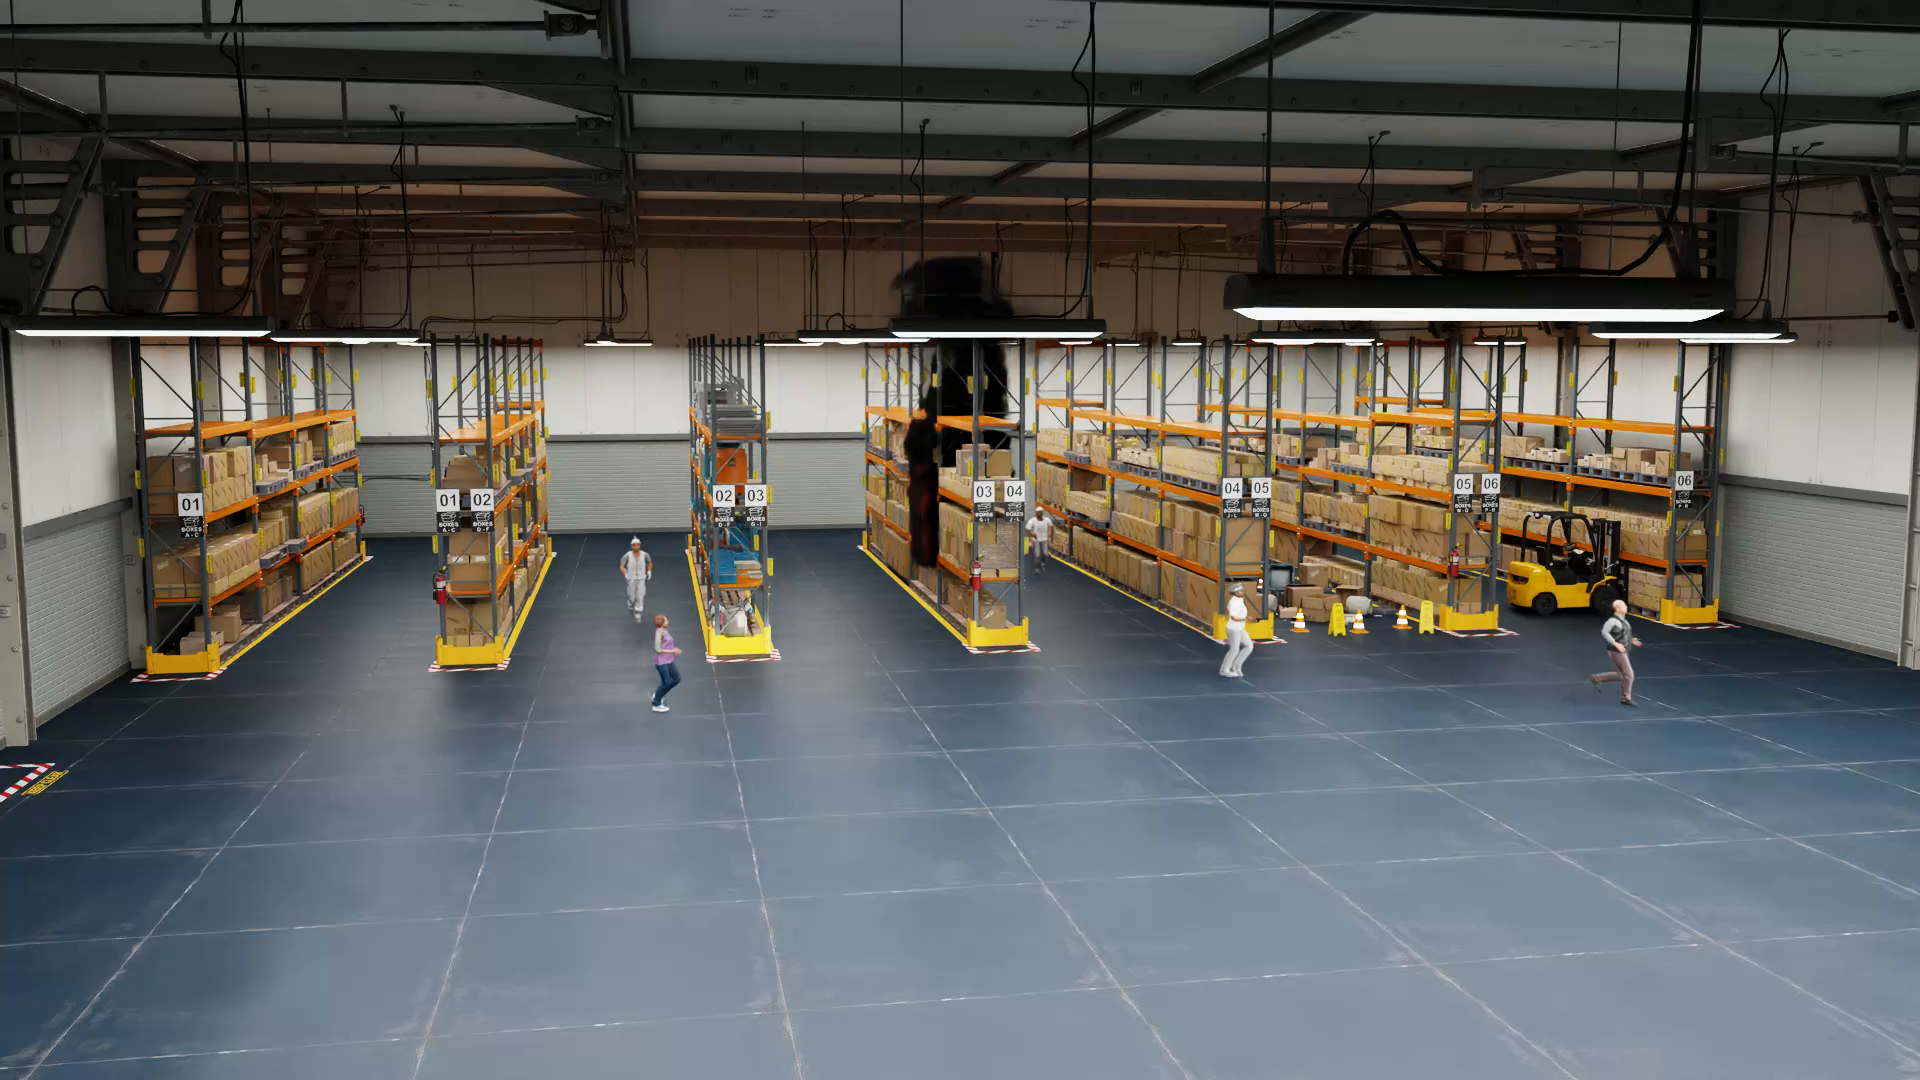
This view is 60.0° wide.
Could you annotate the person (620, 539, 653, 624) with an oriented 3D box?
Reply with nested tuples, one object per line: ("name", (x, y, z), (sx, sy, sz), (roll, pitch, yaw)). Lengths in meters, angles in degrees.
("person", (-6.812, 0.843, 35.042), (0.683, 1.771, 0.717), (-2, 7, -17))

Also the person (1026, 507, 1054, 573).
("person", (2.059, 0.012, 42.308), (0.746, 1.724, 0.572), (-1, 7, -8))

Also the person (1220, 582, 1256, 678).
("person", (4.872, 1.582, 29.044), (0.642, 1.695, 0.573), (3, 7, 24))

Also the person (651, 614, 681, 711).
("person", (-4.626, 1.935, 26.272), (0.537, 1.558, 0.524), (1, 7, 8))

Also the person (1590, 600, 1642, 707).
("person", (10.605, 1.818, 26.893), (0.819, 1.712, 0.662), (5, 8, 35))
